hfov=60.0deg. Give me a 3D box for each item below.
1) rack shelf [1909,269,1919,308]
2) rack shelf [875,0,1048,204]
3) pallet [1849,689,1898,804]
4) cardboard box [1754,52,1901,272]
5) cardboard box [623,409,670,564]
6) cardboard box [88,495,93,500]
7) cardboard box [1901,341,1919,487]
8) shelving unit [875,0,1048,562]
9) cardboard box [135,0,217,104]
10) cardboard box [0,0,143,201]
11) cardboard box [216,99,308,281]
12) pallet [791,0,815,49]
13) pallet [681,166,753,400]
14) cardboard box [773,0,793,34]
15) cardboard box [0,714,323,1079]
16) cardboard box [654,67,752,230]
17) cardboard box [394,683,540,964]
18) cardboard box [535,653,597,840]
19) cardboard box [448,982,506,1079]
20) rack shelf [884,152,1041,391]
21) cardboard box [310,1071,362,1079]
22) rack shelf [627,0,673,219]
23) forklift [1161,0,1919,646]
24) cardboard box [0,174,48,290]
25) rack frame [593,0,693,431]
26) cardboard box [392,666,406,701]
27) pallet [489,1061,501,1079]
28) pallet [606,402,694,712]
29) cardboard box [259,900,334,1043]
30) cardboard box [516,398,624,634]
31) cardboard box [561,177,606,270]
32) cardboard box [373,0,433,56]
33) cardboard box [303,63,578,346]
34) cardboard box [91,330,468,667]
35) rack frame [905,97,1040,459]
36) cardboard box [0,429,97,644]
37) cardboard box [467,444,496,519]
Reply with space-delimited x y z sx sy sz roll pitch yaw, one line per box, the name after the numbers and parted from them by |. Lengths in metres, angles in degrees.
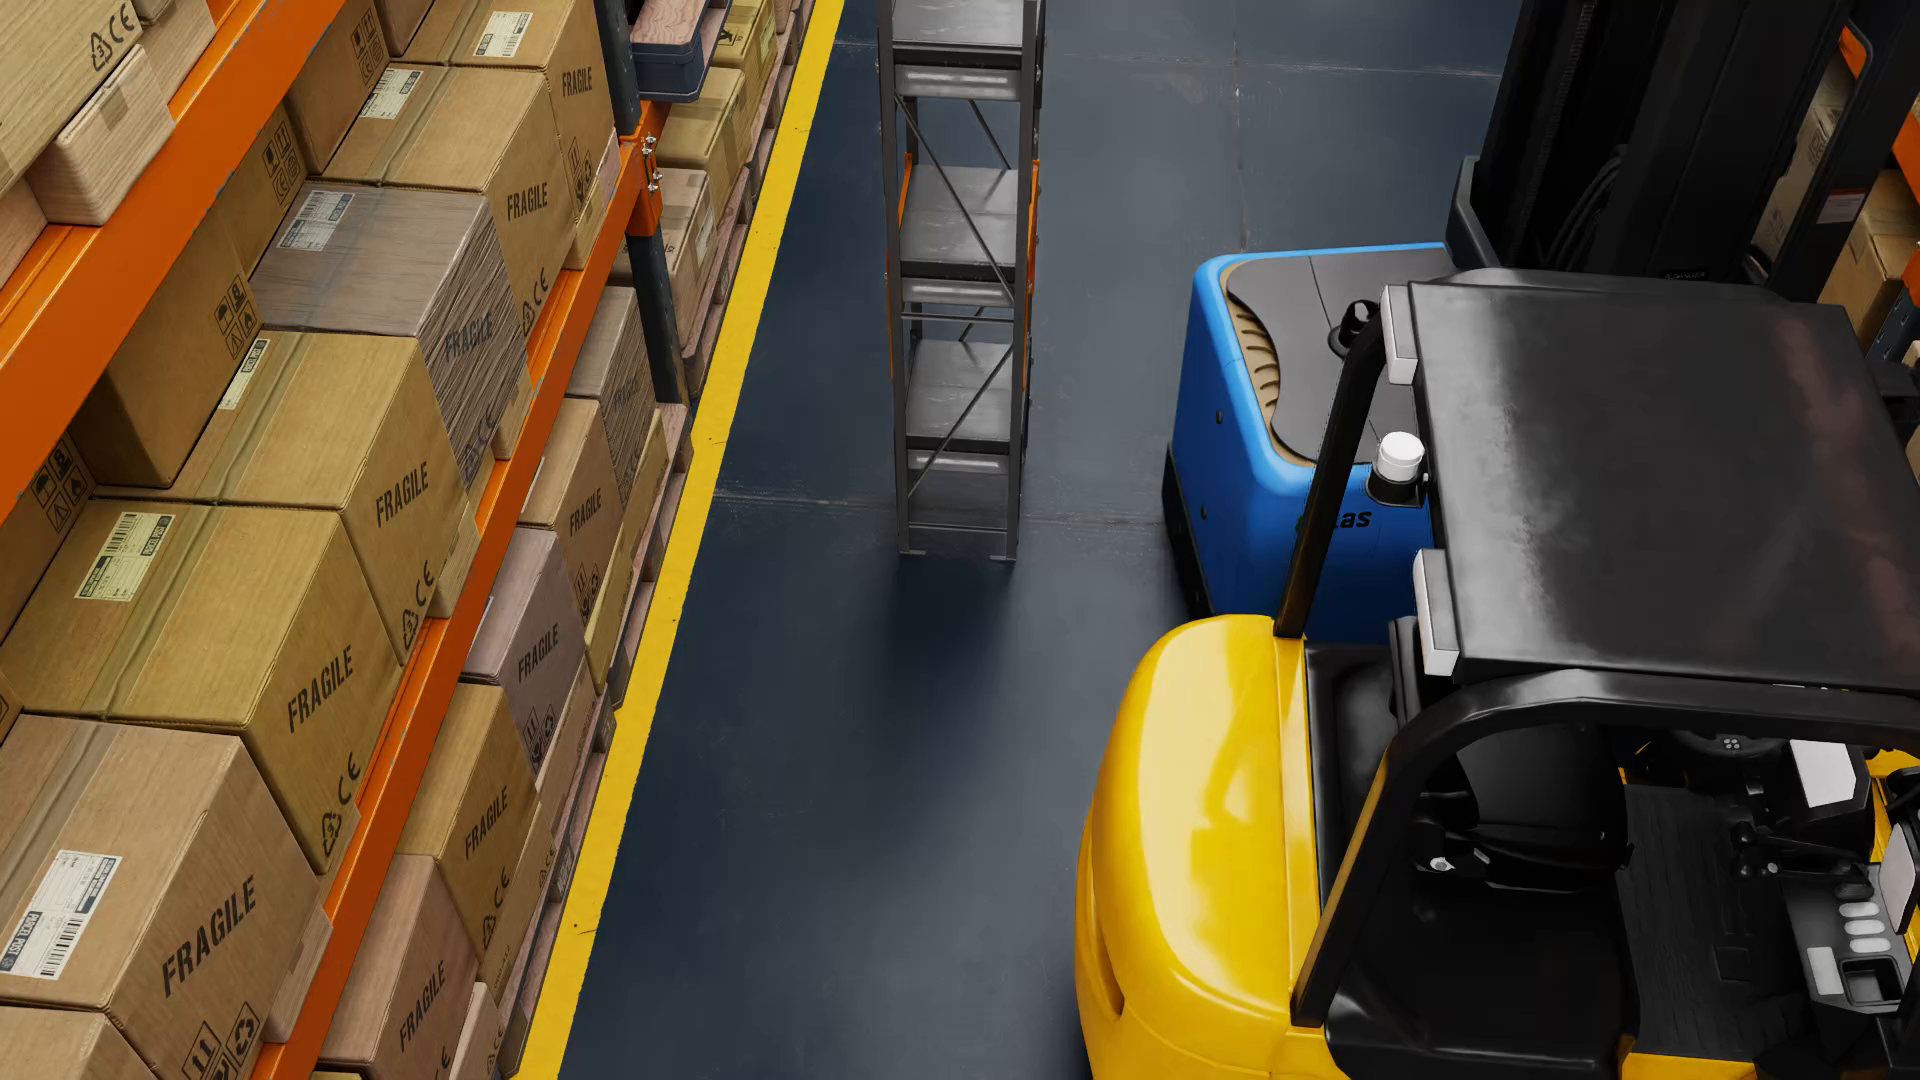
3.271 0.606 3.650 1.077 0.370 4.000 4 48 4 | rack shelf
0.015 -1.294 4.580 0.431 0.518 0.480 4 48 4 | rack shelf
3.339 0.417 5.226 1.003 0.211 1.213 4 48 4 | pallet
3.568 -1.400 6.323 0.875 0.625 0.625 3 48 3 | cardboard box
-1.277 -0.198 5.477 0.500 0.250 0.500 6 48 5 | cardboard box
-1.916 -0.156 3.590 0.500 0.500 0.500 4 48 4 | cardboard box
3.096 -0.323 4.914 0.500 0.250 0.500 3 48 3 | cardboard box
0.015 -0.830 5.086 0.431 2.100 0.503 4 48 4 | shelving unit
-1.404 -0.793 2.580 0.380 0.149 0.250 3 48 2 | cardboard box
-1.466 -0.662 2.190 0.500 0.250 0.500 5 48 5 | cardboard box
-1.888 -0.859 3.556 0.700 0.500 0.500 3 48 3 | cardboard box
-1.199 -2.861 8.224 1.003 0.211 1.213 4 48 4 | pallet
-1.421 -1.068 6.584 1.003 0.211 1.213 4 48 4 | pallet
-1.247 -2.674 7.659 0.950 0.372 0.625 3 48 3 | cardboard box
-1.492 0.658 2.846 0.500 0.500 0.500 5 48 5 | cardboard box
-1.383 -1.606 6.682 0.950 0.372 0.625 7 48 6 | cardboard box
-1.407 0.691 4.156 0.500 0.500 0.500 5 48 4 | cardboard box
-1.366 0.567 4.777 0.500 0.250 0.500 5 48 4 | cardboard box
-1.452 1.340 4.071 0.500 0.250 0.500 5 48 5 | cardboard box
0.015 -0.821 5.097 0.431 0.518 0.480 4 48 4 | rack shelf
-1.505 1.444 3.467 0.500 0.500 0.500 2 48 2 | cardboard box
-1.308 -2.664 6.641 1.077 0.370 4.000 4 48 4 | rack shelf
2.251 -0.887 4.575 3.031 2.935 1.130 -4 48 -4 | forklift
-1.490 -0.418 2.237 0.380 0.149 0.250 3 48 2 | cardboard box
-1.491 -1.437 5.032 1.000 3.000 0.127 4 48 4 | rack frame
-1.427 0.210 3.696 0.380 0.149 0.250 3 48 2 | cardboard box
-1.739 1.793 3.967 1.003 0.211 1.213 4 48 4 | pallet
-1.517 0.000 5.607 1.003 0.211 1.213 4 48 4 | pallet
-1.435 0.792 3.163 0.380 0.149 0.250 5 48 4 | cardboard box
-1.322 -0.077 4.859 0.500 0.500 0.500 5 48 4 | cardboard box
-1.232 -0.912 4.722 0.380 0.149 0.250 5 48 4 | cardboard box
-1.747 -1.600 4.234 0.700 0.500 0.500 3 48 3 | cardboard box
-1.323 -0.849 4.225 0.500 0.500 0.500 5 48 5 | cardboard box
-1.408 -0.091 3.531 0.500 0.500 0.500 3 48 3 | cardboard box
0.037 -1.010 5.250 0.400 2.100 0.015 4 48 4 | rack frame
-2.028 -0.113 2.873 0.700 0.500 0.500 3 48 3 | cardboard box
-1.359 -0.163 4.036 0.380 0.149 0.250 3 48 3 | cardboard box
